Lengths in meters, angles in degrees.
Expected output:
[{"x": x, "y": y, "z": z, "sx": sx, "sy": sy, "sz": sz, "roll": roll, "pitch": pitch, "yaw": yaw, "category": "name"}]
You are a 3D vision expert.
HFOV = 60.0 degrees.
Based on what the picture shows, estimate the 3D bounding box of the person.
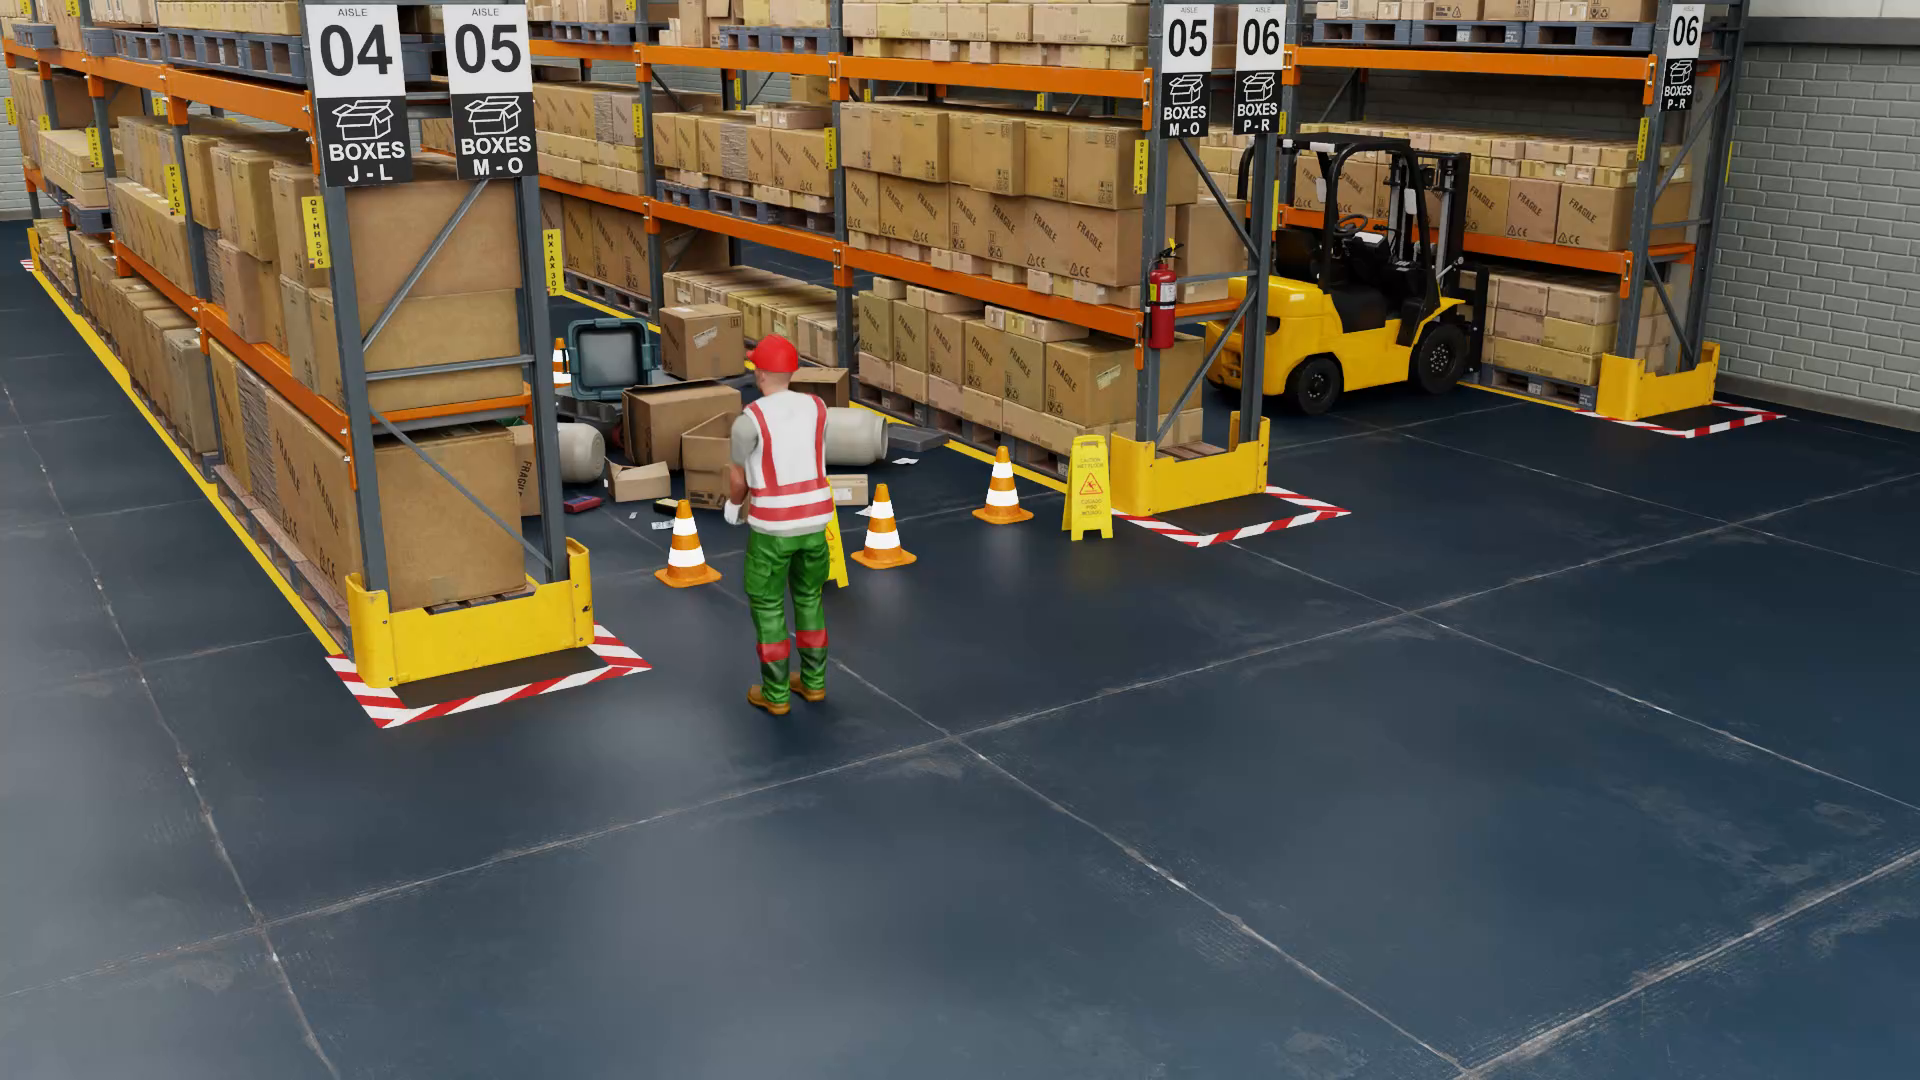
[{"x": -0.862, "y": -0.090, "z": 7.804, "sx": 0.495, "sy": 1.781, "sz": 0.564, "roll": -12, "pitch": 21, "yaw": -32, "category": "person"}]
